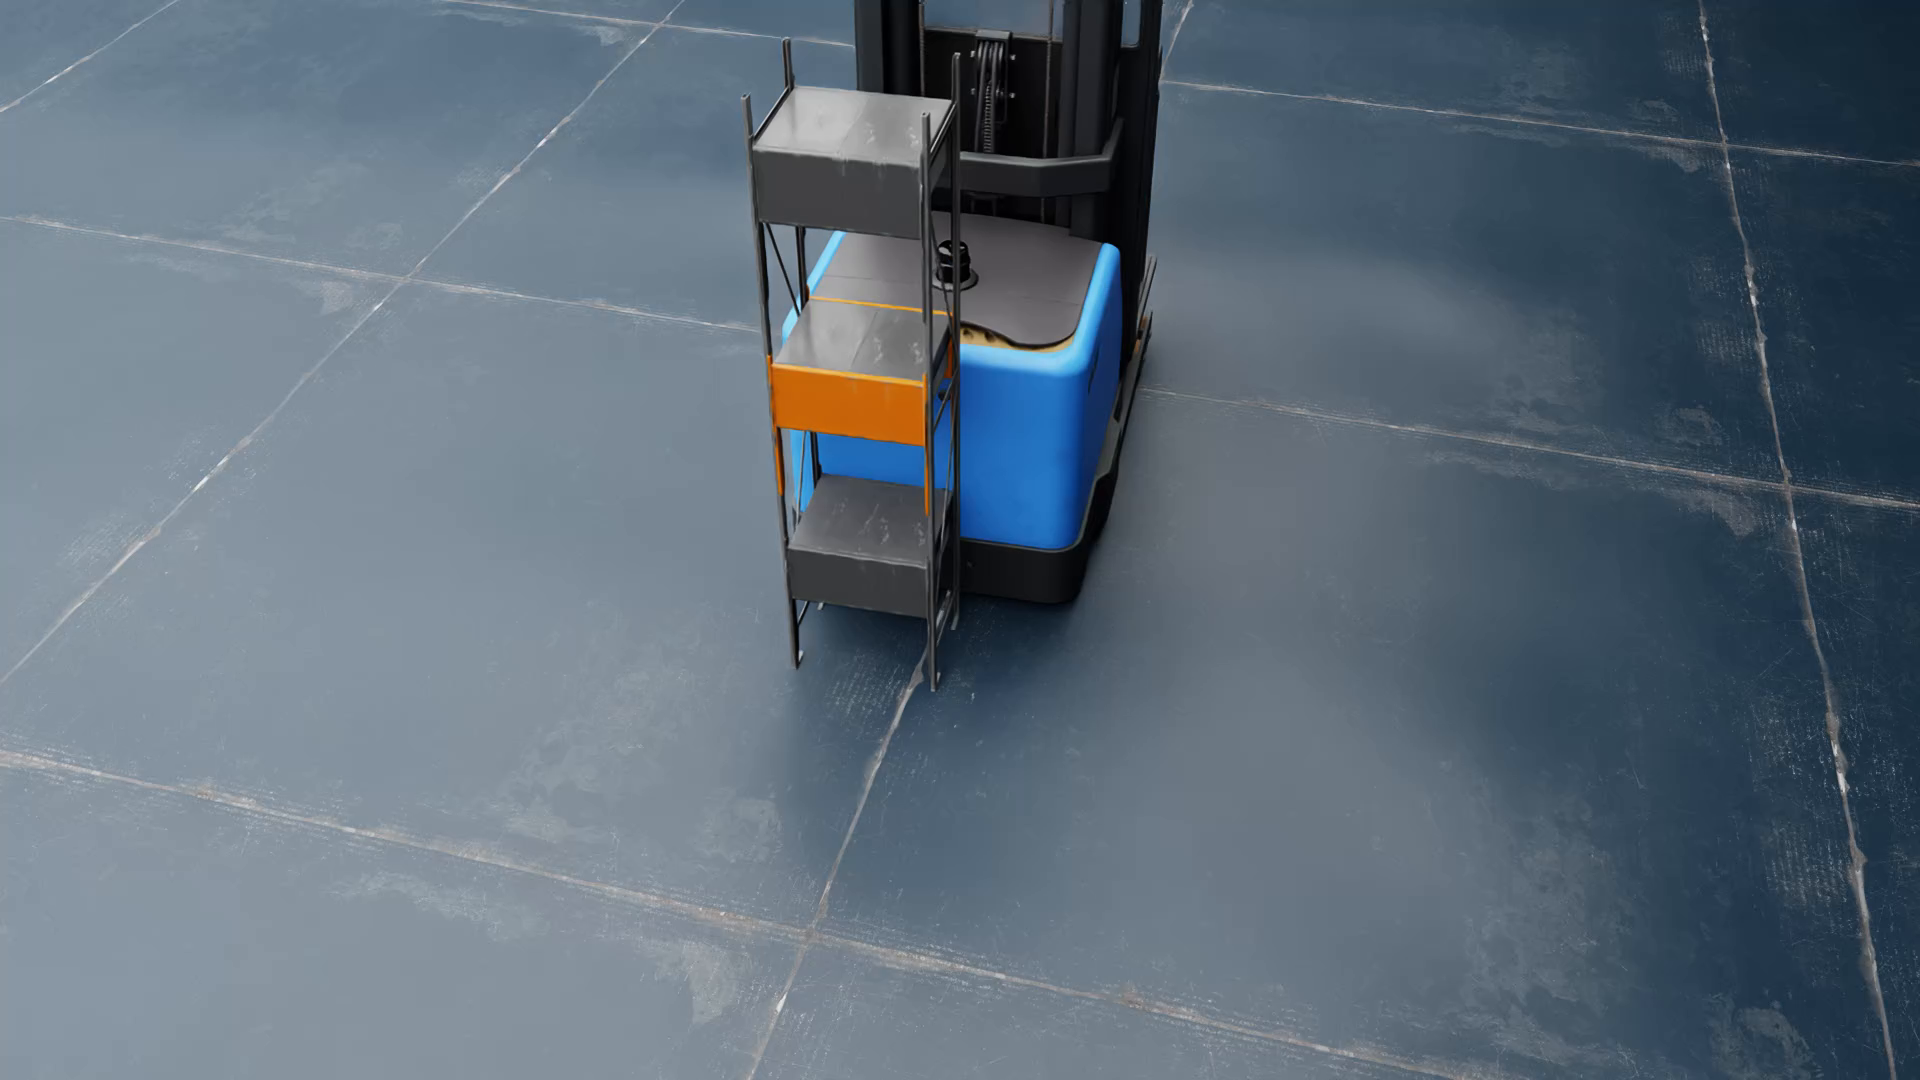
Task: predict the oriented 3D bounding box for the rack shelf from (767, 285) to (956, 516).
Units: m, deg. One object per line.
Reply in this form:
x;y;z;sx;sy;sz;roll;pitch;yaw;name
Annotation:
-0.288;-0.436;5.157;0.480;0.518;0.431;8;41;9;rack shelf

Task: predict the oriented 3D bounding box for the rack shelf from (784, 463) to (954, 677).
-0.288;0.101;5.607;0.480;0.518;0.431;8;41;9;rack shelf

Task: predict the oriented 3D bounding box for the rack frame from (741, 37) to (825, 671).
-0.526;-0.480;5.188;0.015;2.100;0.400;8;41;9;rack frame

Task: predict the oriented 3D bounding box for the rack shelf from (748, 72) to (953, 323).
-0.288;-0.972;4.707;0.480;0.518;0.431;8;41;9;rack shelf

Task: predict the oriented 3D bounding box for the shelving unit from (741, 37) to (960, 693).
-0.288;-0.446;5.148;0.503;2.100;0.431;8;41;9;shelving unit

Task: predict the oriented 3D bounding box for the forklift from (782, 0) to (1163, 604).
0.217;-1.853;6.177;1.130;2.935;3.031;8;41;9;forklift

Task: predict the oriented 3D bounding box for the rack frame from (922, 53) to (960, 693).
-0.049;-0.412;5.108;0.015;2.100;0.400;8;41;9;rack frame
